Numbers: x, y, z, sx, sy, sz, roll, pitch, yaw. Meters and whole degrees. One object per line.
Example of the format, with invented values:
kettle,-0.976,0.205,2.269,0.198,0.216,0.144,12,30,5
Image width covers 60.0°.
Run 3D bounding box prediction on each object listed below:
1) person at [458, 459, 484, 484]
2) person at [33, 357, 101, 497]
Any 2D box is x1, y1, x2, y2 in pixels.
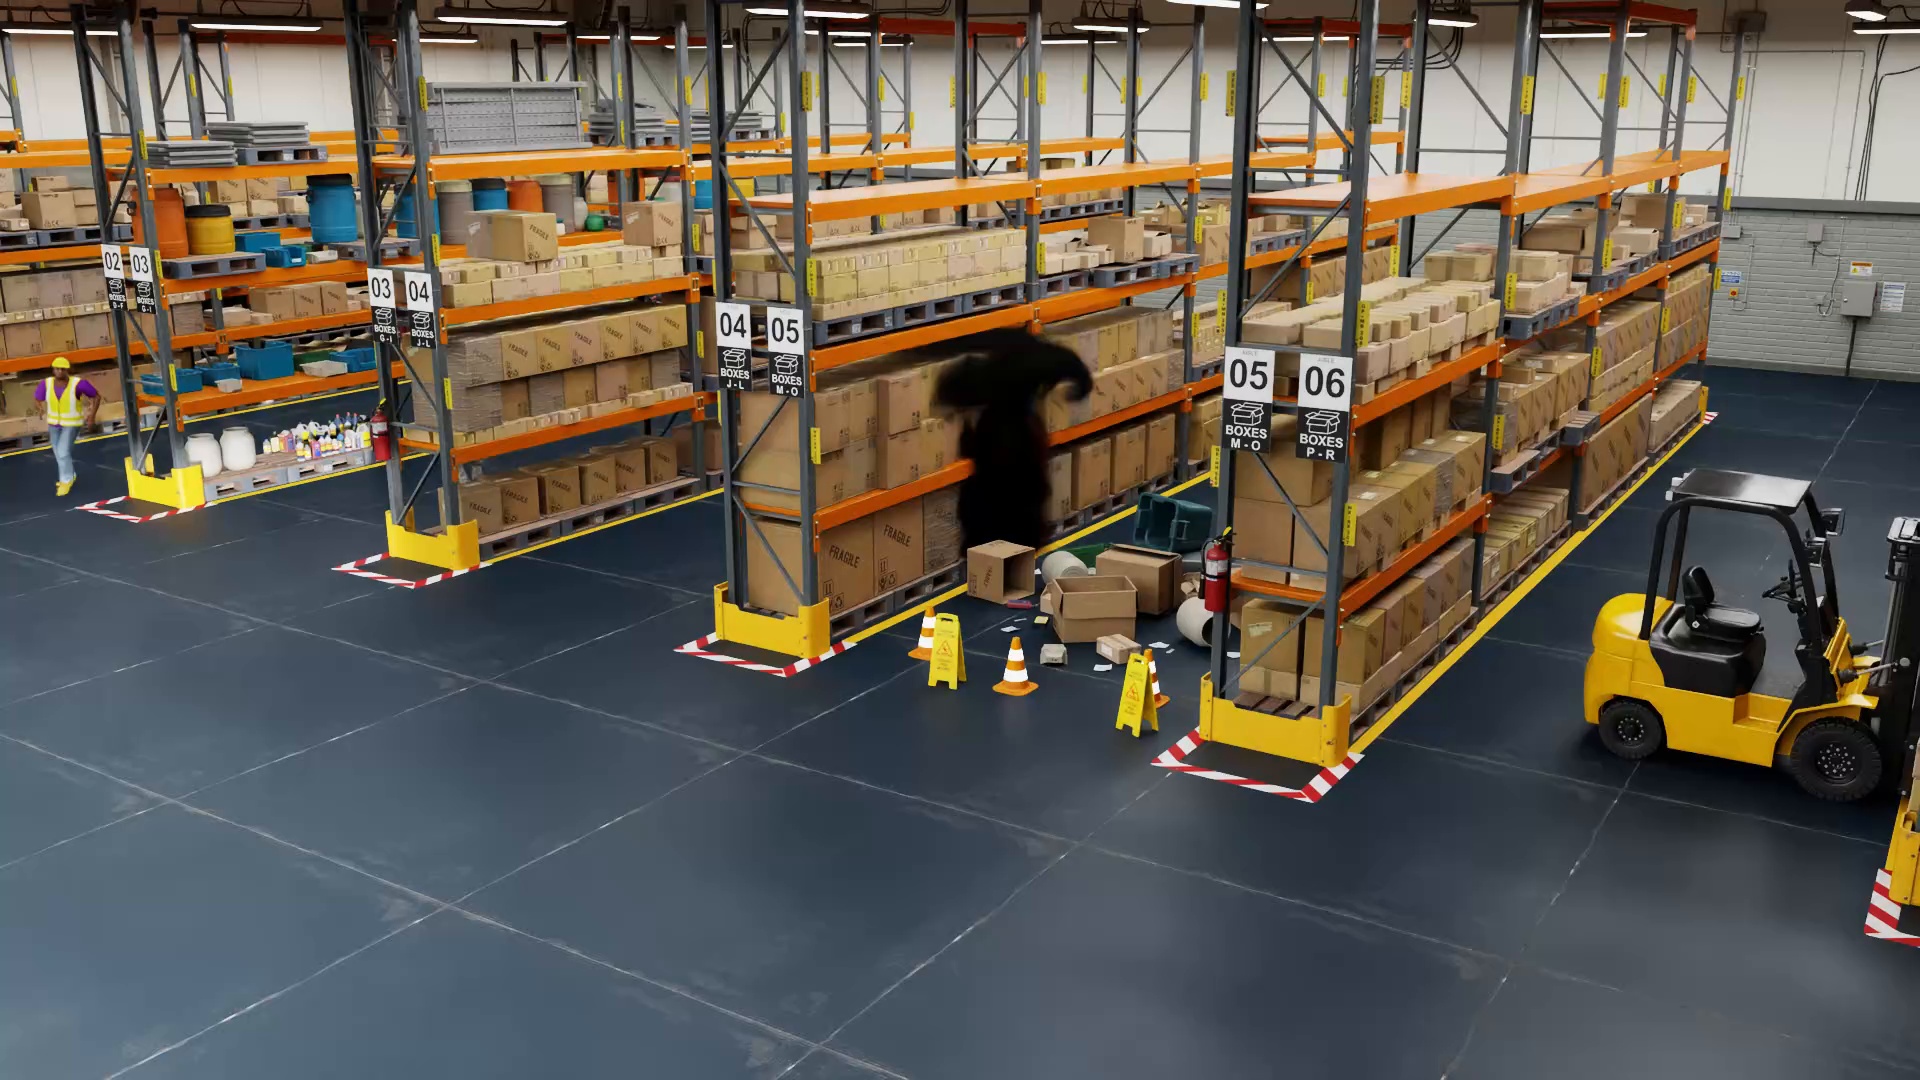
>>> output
person,-6.455,-1.465,21.273,0.678,1.725,0.646,6,17,22
person,-11.391,-1.452,21.203,0.732,1.781,0.684,0,16,0
